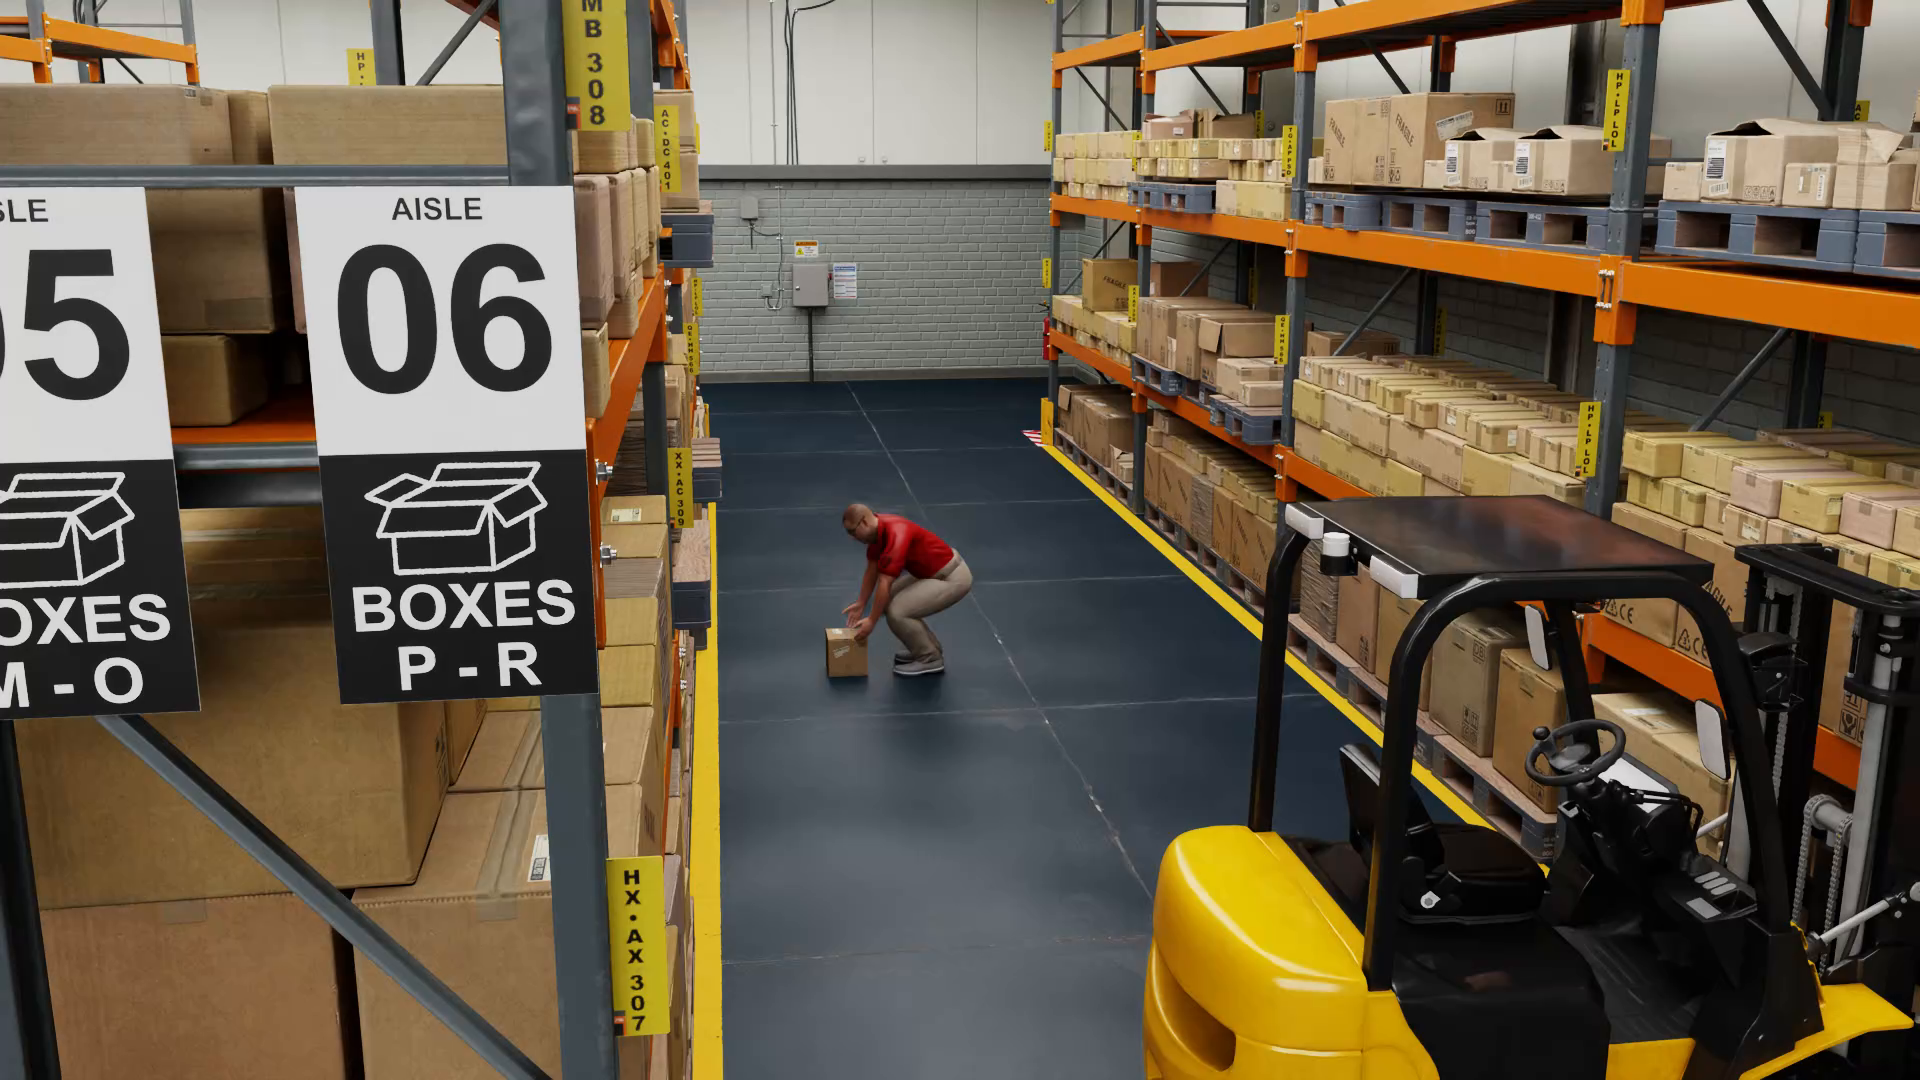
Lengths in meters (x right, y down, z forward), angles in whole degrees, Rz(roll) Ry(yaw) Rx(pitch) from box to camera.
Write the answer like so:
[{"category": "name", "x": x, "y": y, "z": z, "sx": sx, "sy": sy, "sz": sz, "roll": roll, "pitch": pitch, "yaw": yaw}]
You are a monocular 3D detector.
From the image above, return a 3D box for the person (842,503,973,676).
[{"category": "person", "x": -0.332, "y": 0.295, "z": 10.618, "sx": 0.830, "sy": 1.114, "sz": 0.576, "roll": -2, "pitch": 13, "yaw": -8}]
